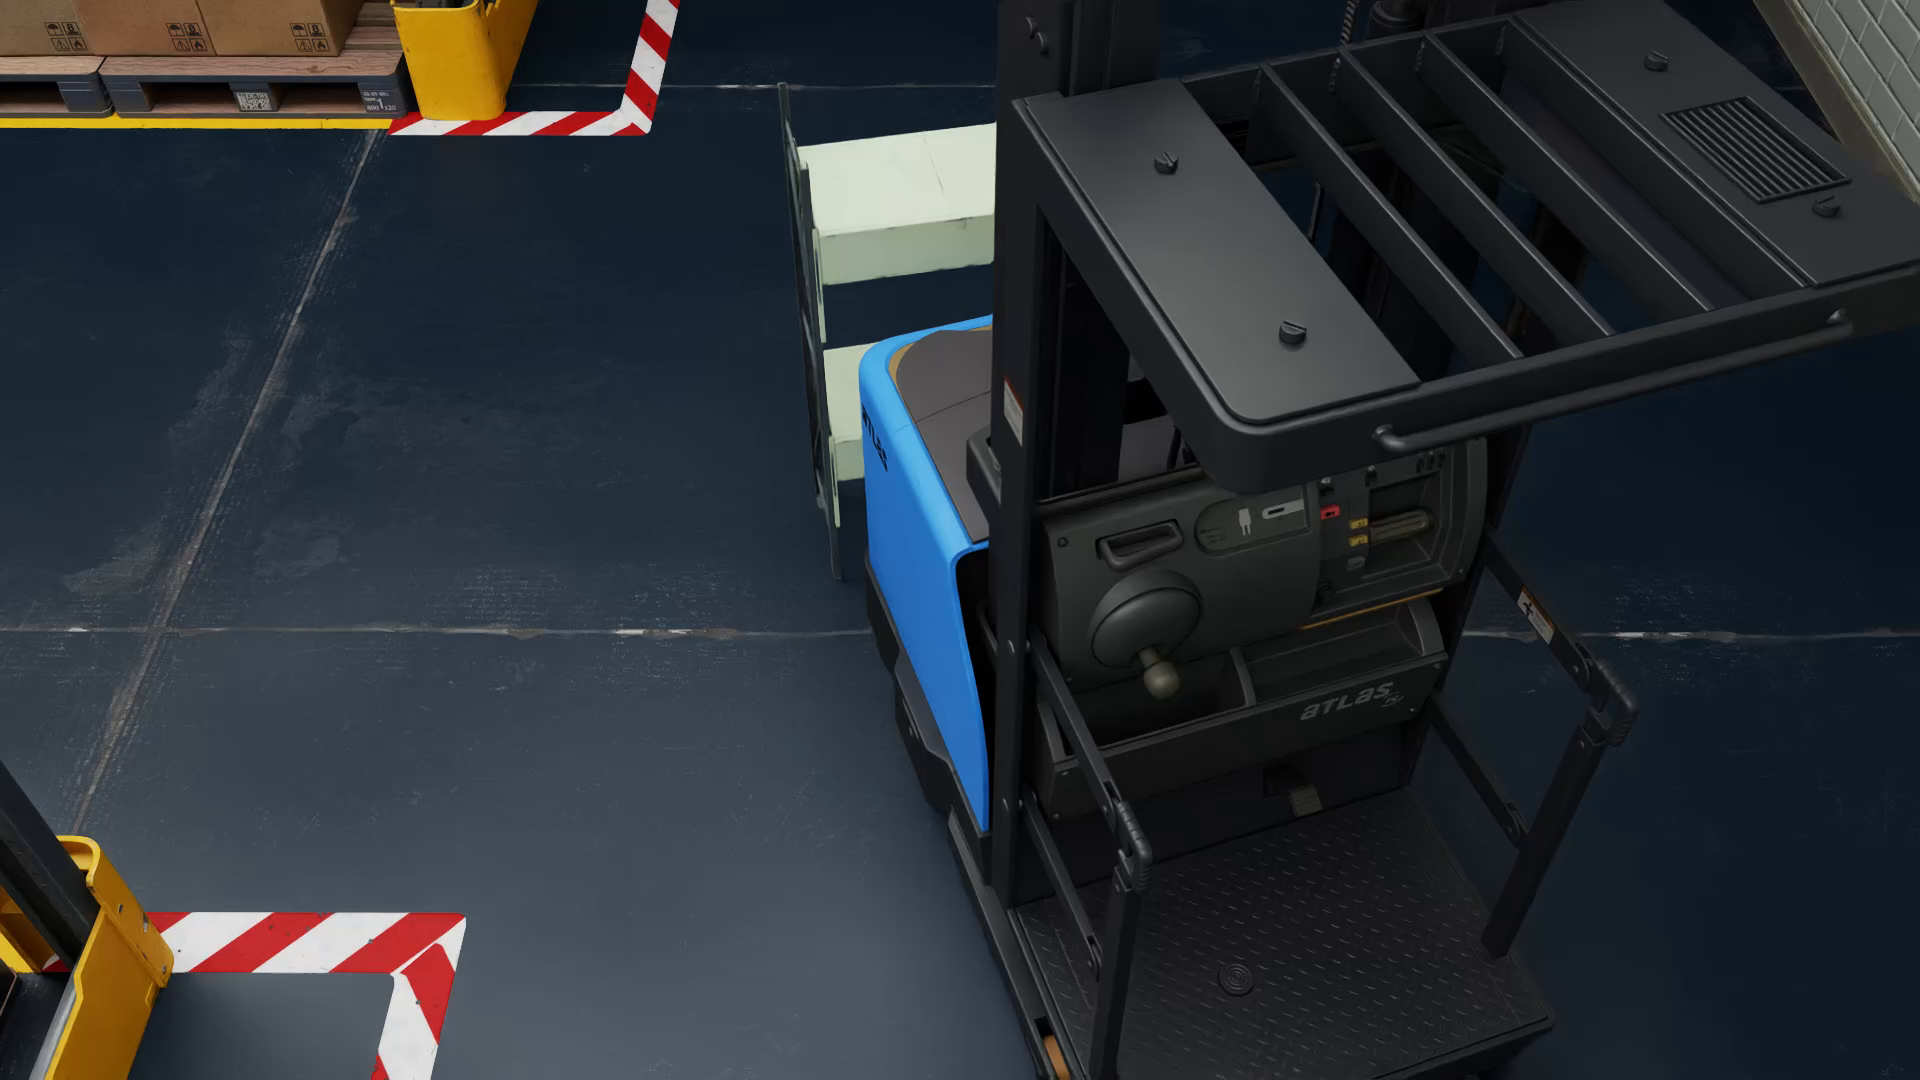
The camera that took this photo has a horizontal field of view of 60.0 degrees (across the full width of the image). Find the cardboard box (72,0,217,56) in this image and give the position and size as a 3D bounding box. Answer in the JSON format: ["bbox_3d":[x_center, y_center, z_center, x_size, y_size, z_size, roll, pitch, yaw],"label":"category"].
[{"bbox_3d":[-3.290,-2.402,6.858,0.500,0.500,0.700,0,47,0],"label":"cardboard box"}]

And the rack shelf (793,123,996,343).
[{"bbox_3d":[-0.061,-0.853,4.486,0.720,0.370,0.431,-9,48,-8],"label":"rack shelf"}]

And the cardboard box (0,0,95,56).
[{"bbox_3d":[-3.793,-2.403,6.858,0.500,0.500,0.700,-1,47,-1],"label":"cardboard box"}]

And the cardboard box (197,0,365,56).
[{"bbox_3d":[-2.789,-2.401,6.856,0.500,0.500,0.700,0,47,0],"label":"cardboard box"}]

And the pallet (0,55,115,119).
[{"bbox_3d":[-4.106,-2.181,7.136,1.213,0.211,1.003,0,47,0],"label":"pallet"}]

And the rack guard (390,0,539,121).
[{"bbox_3d":[-2.065,-2.329,7.076,0.348,0.500,1.175,0,47,0],"label":"rack guard"}]

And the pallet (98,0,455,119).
[{"bbox_3d":[-2.889,-2.176,7.131,1.213,0.211,1.003,0,47,0],"label":"pallet"}]

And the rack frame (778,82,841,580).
[{"bbox_3d":[-0.419,-0.531,4.720,0.023,1.500,0.400,-9,48,-8],"label":"rack frame"}]

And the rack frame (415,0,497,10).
[{"bbox_3d":[-2.089,-3.181,6.161,0.127,3.000,1.000,0,47,0],"label":"rack frame"}]

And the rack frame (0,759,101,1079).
[{"bbox_3d":[-2.104,0.445,2.786,0.127,3.000,1.000,0,47,0],"label":"rack frame"}]

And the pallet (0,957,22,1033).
[{"bbox_3d":[-2.977,1.394,3.809,1.213,0.211,1.003,0,47,0],"label":"pallet"}]

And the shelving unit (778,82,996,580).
[{"bbox_3d":[-0.061,-0.587,4.772,0.755,1.500,0.431,-9,48,-8],"label":"shelving unit"}]

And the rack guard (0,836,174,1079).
[{"bbox_3d":[-2.180,1.297,3.702,0.348,0.500,1.175,0,47,0],"label":"rack guard"}]

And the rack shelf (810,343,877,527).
[{"bbox_3d":[-0.061,-0.365,5.010,0.720,0.370,0.431,-9,48,-8],"label":"rack shelf"}]

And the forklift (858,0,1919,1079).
[{"bbox_3d":[0.687,0.133,3.124,1.130,2.935,3.031,-14,49,-13],"label":"forklift"}]
